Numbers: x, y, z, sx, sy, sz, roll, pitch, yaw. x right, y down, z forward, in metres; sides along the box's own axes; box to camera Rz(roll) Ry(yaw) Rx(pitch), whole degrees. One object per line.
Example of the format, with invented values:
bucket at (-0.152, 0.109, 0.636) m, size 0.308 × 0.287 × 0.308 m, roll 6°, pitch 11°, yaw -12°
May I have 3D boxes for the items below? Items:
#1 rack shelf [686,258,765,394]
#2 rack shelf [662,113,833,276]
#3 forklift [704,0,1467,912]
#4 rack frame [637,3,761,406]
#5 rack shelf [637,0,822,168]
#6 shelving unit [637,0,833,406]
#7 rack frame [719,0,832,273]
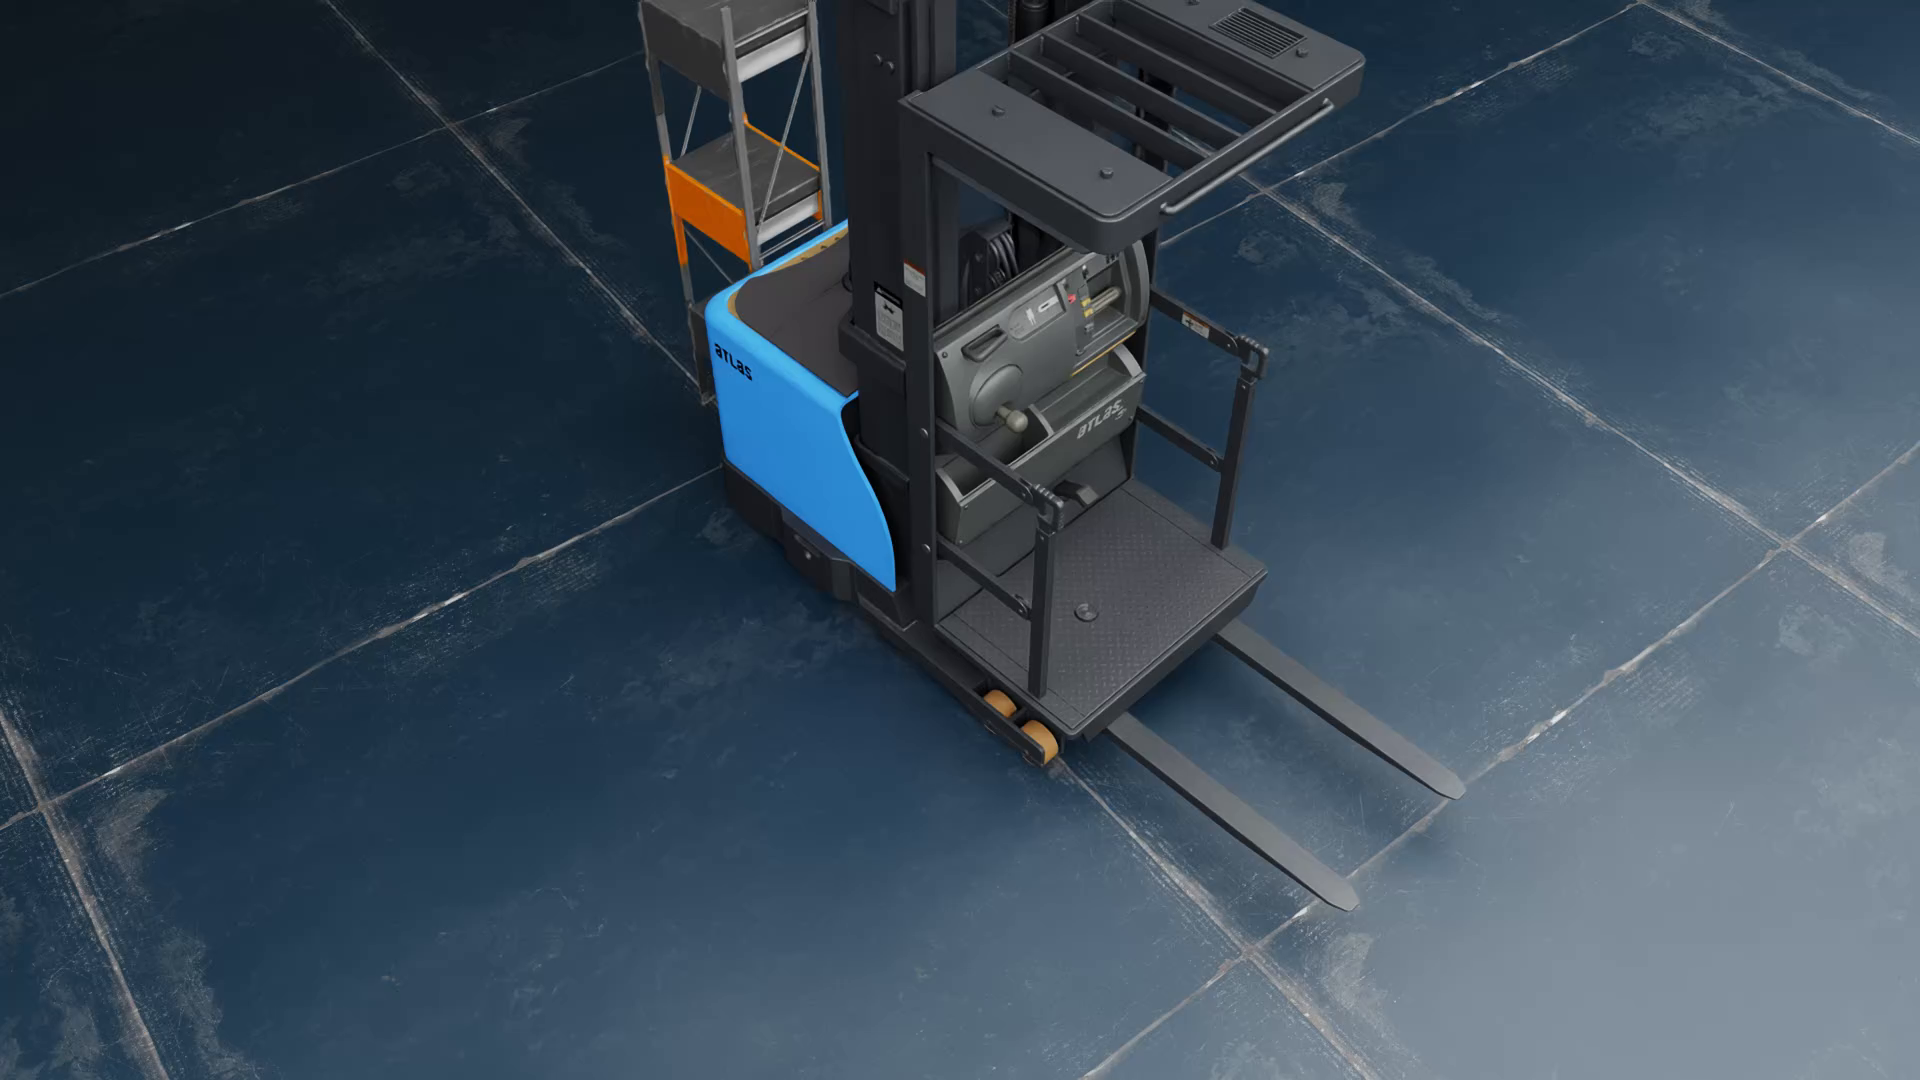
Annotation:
rack shelf at (-0.814, -0.794, 7.012) m, size 0.431 × 0.518 × 0.480 m, roll -36°, pitch 57°, yaw -28°
rack shelf at (-0.817, -1.266, 6.496) m, size 0.431 × 0.518 × 0.480 m, roll -36°, pitch 57°, yaw -28°
forklift at (0.434, -0.608, 5.321) m, size 1.130 × 2.935 × 3.031 m, roll -36°, pitch 57°, yaw -28°
rack frame at (-0.988, -1.403, 6.603) m, size 0.400 × 2.100 × 0.015 m, roll -36°, pitch 57°, yaw -28°
rack shelf at (-0.819, -1.738, 5.979) m, size 0.431 × 0.518 × 0.480 m, roll -36°, pitch 57°, yaw -28°
shelving unit at (-0.817, -1.275, 6.486) m, size 0.431 × 2.100 × 0.503 m, roll -36°, pitch 57°, yaw -28°
rack frame at (-0.645, -1.148, 6.368) m, size 0.400 × 2.100 × 0.015 m, roll -36°, pitch 57°, yaw -28°
